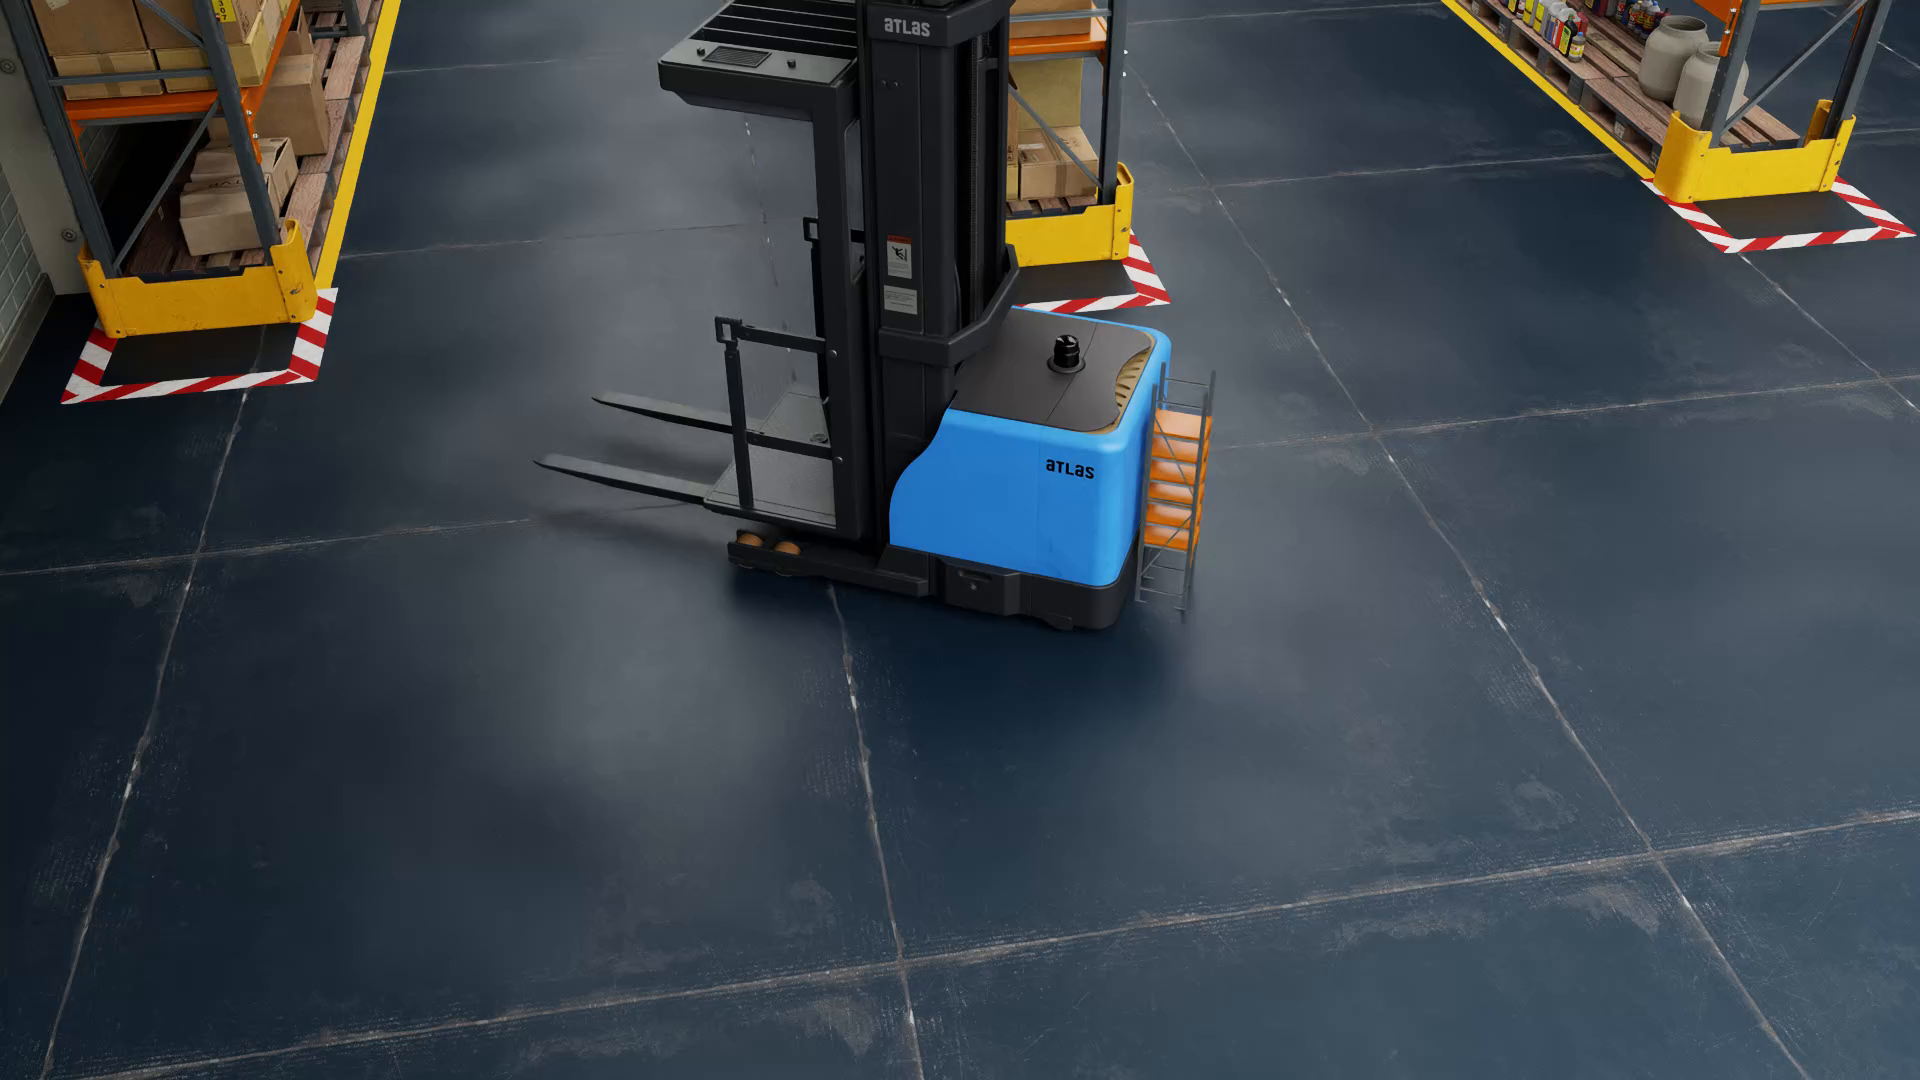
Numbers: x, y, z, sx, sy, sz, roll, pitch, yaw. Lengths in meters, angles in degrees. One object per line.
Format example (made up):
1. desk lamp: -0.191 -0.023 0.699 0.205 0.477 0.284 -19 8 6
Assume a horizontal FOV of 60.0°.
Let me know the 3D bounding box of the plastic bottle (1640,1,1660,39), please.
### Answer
1. plastic bottle: 5.268 -3.968 12.678 0.097 0.271 0.097 0 38 0

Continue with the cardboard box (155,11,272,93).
1. cardboard box: -4.187 -2.748 9.348 0.500 0.250 0.500 -7 38 -9

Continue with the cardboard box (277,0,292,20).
1. cardboard box: -4.376 -3.369 10.147 0.500 0.250 0.500 -7 38 -9

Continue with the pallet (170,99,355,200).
1. pallet: -4.746 -2.645 11.383 1.003 0.211 1.213 -6 38 -8

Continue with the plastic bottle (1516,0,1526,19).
1. plastic bottle: 4.430 -4.201 13.035 0.097 0.201 0.097 0 38 0

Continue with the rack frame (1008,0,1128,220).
1. rack frame: 0.462 -3.006 9.574 1.000 3.000 0.127 -6 38 -8

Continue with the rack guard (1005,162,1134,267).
1. rack guard: 0.466 -2.004 10.322 1.175 0.500 0.348 -6 38 -8

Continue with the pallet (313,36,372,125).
1. pallet: -4.963 -3.384 12.333 1.003 0.211 1.213 -6 38 -8

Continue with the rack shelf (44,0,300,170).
1. rack shelf: -4.765 -3.394 10.661 1.077 0.370 4.000 -6 38 -8

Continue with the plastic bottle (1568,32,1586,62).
1. plastic bottle: 4.586 -3.667 12.347 0.097 0.201 0.097 0 38 0

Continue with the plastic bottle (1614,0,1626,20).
1. plastic bottle: 5.197 -4.185 13.014 0.097 0.201 0.097 0 38 0

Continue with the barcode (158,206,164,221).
1. barcode: -4.844 -1.982 10.081 0.001 0.075 0.075 -6 38 -8

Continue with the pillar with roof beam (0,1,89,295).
1. pillar with roof beam: -1.151 -5.632 8.065 9.100 9.000 0.400 -6 38 -8

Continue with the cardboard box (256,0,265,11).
1. cardboard box: -4.279 -3.336 9.493 0.500 0.500 0.500 -6 38 -8

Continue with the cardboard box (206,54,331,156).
1. cardboard box: -4.627 -2.878 11.088 0.700 0.500 0.500 -9 39 -11

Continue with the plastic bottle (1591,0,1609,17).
1. plastic bottle: 5.045 -4.274 13.062 0.061 0.283 0.133 -6 38 -8

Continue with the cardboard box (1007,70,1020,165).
1. cardboard box: 0.075 -2.674 10.434 0.500 0.500 0.500 -6 38 -8

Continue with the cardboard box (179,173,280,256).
1. cardboard box: -4.447 -2.010 10.125 0.500 0.311 0.500 -10 39 -13

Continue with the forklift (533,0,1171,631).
1. forklift: -0.591 -1.278 7.405 3.031 2.935 1.130 11 39 14

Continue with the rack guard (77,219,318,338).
1. rack guard: -4.428 -1.529 9.711 1.175 0.500 0.348 -6 38 -8

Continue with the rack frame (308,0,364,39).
1. rack frame: -5.116 -4.887 11.995 1.000 3.000 0.127 -6 38 -8

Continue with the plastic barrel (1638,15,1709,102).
1. plastic barrel: 5.061 -3.412 11.782 0.421 0.512 0.421 0 38 0

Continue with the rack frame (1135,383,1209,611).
1. rack frame: 0.932 -0.167 7.387 0.240 1.200 0.006 11 39 13

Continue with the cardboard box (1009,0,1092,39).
1. cardboard box: 0.393 -3.328 9.908 0.700 0.500 0.500 -6 38 -8

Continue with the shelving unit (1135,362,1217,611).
1. shelving unit: 0.959 -0.221 7.456 0.258 1.200 0.189 11 39 13

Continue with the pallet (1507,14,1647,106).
1. pallet: 4.932 -3.702 12.744 1.003 0.211 1.213 -6 38 -8

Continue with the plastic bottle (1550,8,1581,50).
1. plastic bottle: 4.568 -3.852 12.524 0.152 0.276 0.135 -6 38 -8

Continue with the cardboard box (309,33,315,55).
1. cardboard box: -4.992 -3.622 12.317 0.380 0.166 0.250 -11 39 -14

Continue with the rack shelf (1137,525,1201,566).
1. rack shelf: 0.959 0.004 7.631 0.258 0.103 0.180 11 39 13

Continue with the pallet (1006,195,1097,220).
1. pallet: 0.287 -2.362 11.018 1.003 0.211 1.213 -6 38 -8

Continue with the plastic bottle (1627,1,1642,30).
1. plastic bottle: 5.233 -4.061 12.854 0.097 0.201 0.097 0 38 0

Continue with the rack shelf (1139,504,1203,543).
1. rack shelf: 0.959 -0.091 7.557 0.258 0.103 0.180 11 39 13

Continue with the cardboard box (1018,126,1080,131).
1. cardboard box: 0.496 -2.735 11.124 0.500 0.250 0.500 -6 38 -8

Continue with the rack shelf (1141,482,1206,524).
1. rack shelf: 0.959 -0.186 7.484 0.258 0.103 0.180 11 39 13

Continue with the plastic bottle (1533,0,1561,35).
1. plastic bottle: 4.511 -4.065 12.737 0.144 0.351 0.185 -5 38 -6

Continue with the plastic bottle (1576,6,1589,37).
1. plastic bottle: 4.673 -3.866 12.537 0.061 0.283 0.133 -6 38 -8

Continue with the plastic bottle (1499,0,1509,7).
1. plastic bottle: 4.404 -4.434 13.212 0.144 0.351 0.185 -8 39 -10
